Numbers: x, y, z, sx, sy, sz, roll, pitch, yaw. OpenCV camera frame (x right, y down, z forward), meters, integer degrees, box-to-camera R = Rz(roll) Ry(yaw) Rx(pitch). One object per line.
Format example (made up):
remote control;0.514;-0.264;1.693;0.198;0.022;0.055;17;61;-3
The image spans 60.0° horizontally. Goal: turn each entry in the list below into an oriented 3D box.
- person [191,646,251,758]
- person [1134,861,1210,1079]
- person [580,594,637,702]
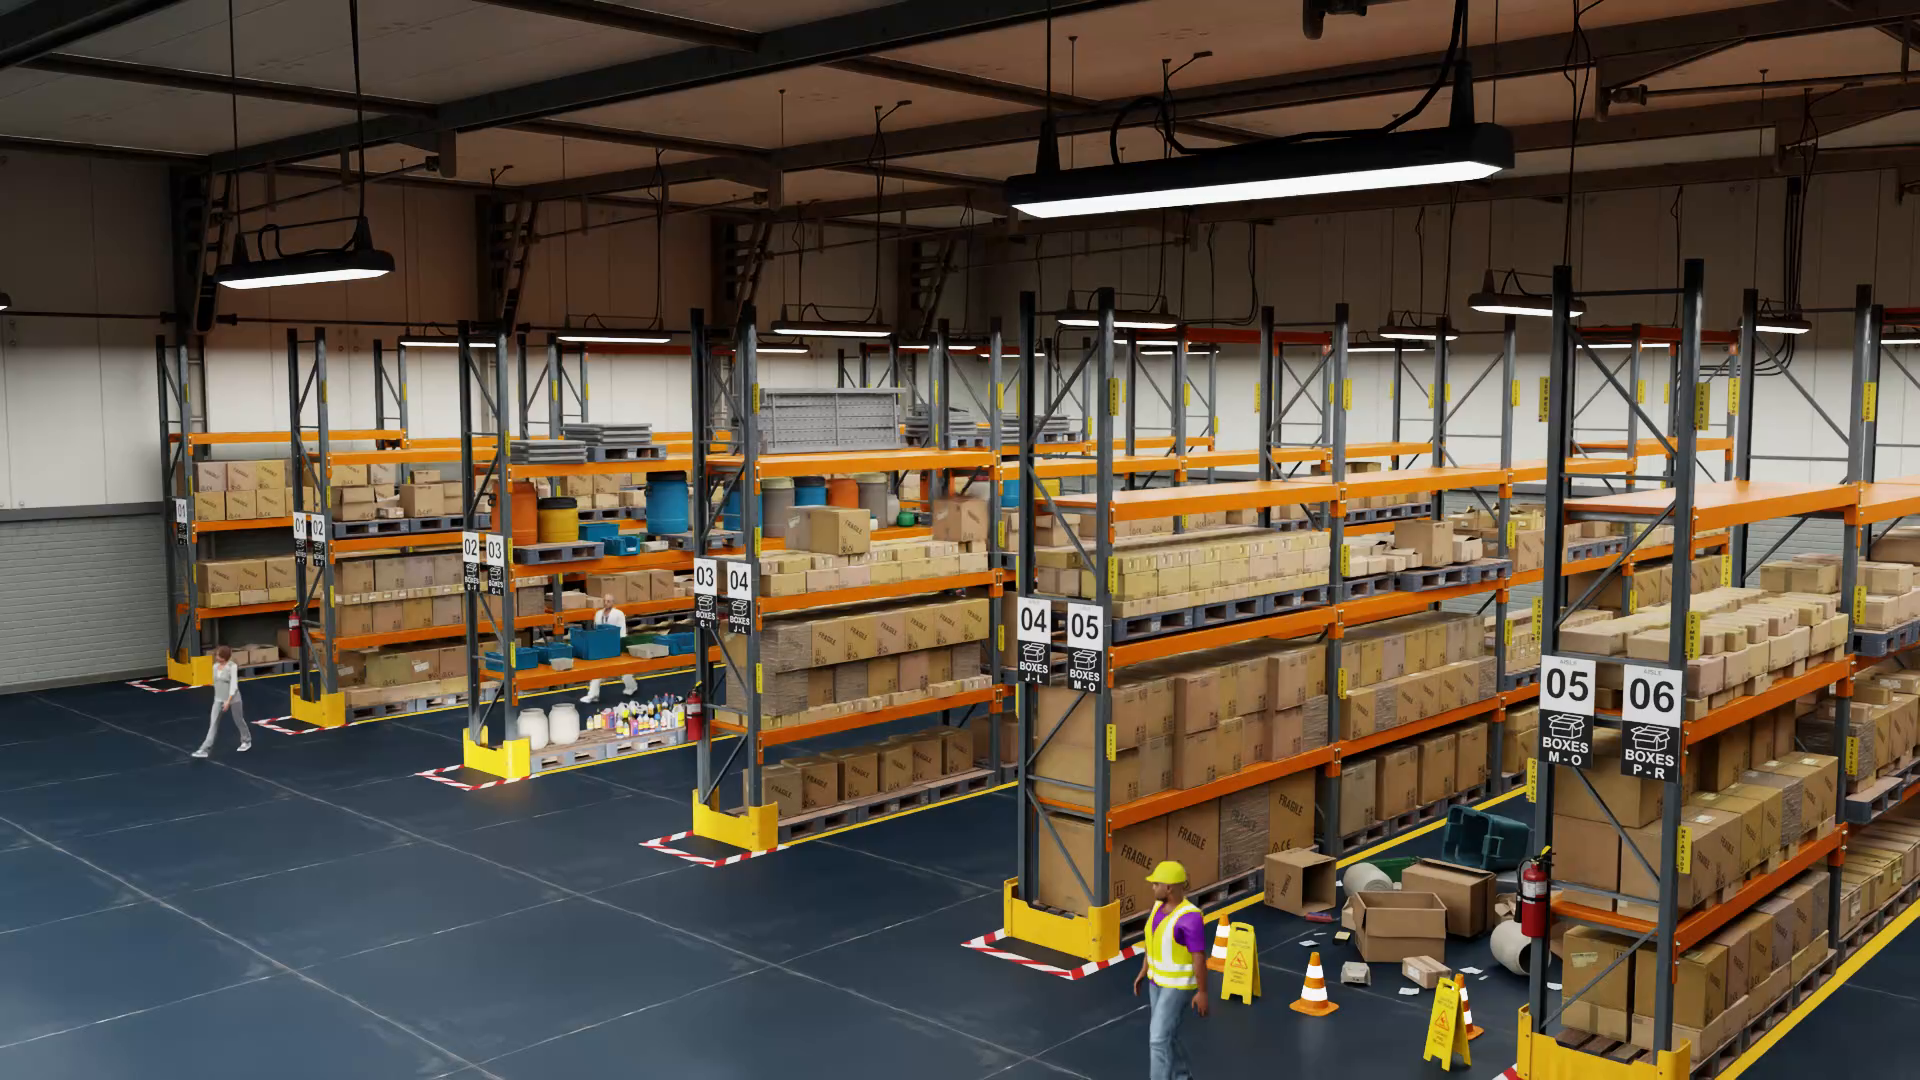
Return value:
person;-10.169;2.220;22.951;0.436;1.536;1.003;1;5;7
person;1.412;3.176;11.841;0.668;1.762;0.654;-2;6;-19
person;-5.707;1.746;27.034;0.697;1.726;1.127;3;6;28
